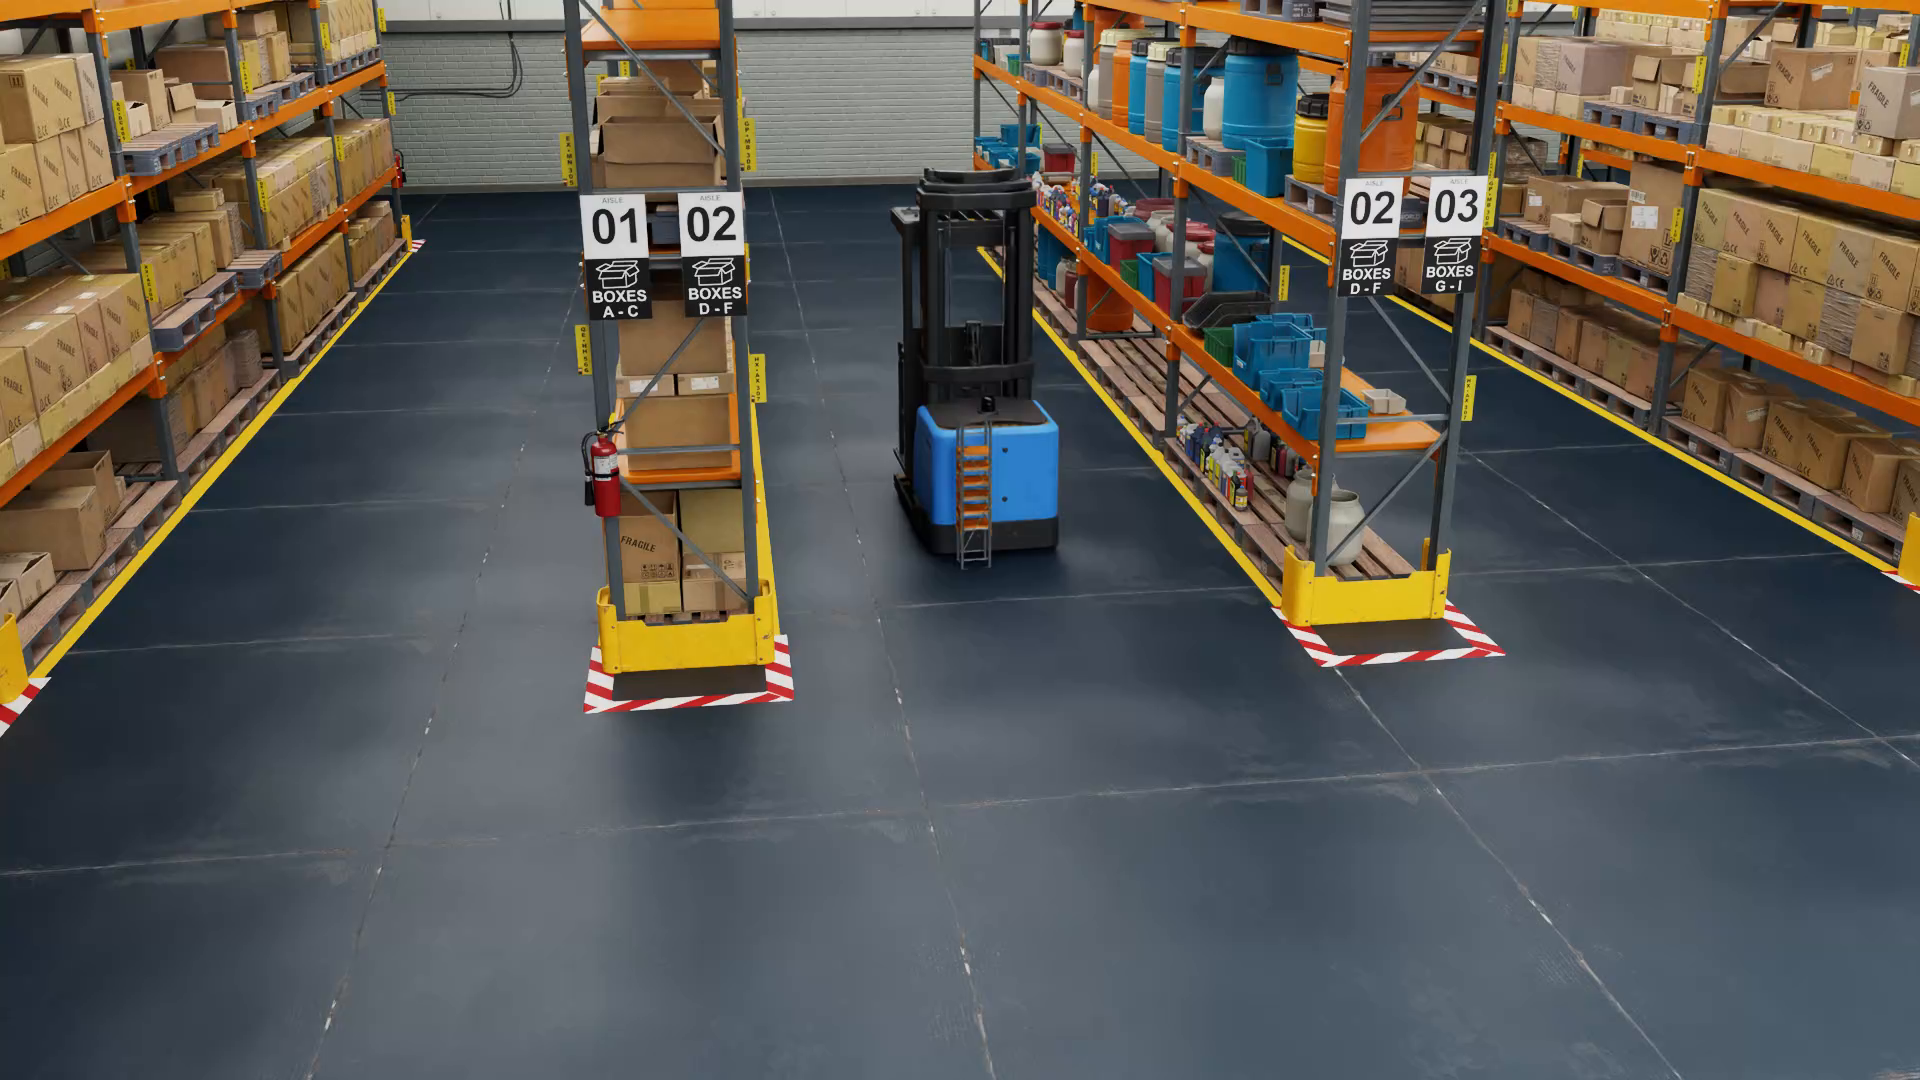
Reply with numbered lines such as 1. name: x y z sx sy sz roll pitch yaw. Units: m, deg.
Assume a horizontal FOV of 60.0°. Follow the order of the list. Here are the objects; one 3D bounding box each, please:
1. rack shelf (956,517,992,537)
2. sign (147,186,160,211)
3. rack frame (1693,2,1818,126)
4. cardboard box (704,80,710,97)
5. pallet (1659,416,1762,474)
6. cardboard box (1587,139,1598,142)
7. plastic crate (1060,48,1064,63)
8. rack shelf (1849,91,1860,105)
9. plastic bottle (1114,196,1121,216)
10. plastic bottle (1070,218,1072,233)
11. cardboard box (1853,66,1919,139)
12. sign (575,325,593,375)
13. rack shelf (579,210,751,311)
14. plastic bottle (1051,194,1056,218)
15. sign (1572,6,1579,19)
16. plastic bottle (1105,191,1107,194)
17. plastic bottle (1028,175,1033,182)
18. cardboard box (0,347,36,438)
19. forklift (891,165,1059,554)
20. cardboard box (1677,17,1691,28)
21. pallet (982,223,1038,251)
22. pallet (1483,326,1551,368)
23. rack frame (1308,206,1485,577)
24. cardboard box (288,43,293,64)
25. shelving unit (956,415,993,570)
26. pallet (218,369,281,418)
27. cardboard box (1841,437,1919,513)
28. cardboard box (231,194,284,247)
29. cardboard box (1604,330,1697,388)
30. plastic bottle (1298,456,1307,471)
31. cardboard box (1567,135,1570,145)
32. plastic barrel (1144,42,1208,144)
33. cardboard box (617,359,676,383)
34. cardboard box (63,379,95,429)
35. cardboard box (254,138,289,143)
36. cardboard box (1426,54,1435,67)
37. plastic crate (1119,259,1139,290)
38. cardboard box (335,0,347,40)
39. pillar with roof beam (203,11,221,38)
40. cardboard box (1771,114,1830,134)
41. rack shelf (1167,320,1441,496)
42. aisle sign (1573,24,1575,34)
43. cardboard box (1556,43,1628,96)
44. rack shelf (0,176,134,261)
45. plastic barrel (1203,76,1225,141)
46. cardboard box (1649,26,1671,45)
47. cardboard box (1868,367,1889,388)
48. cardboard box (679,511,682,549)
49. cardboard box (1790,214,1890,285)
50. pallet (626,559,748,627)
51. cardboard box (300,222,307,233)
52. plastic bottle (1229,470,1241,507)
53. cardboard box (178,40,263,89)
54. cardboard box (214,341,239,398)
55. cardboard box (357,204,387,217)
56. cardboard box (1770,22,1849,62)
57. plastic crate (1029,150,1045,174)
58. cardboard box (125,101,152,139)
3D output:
1. rack shelf: 0.110 -0.097 13.074 0.258 0.103 0.180 -4 21 -10
2. sign: -8.481 -3.625 17.479 0.100 0.325 0.005 -3 21 -8
3. rack frame: 7.349 -5.286 15.009 1.000 3.000 0.127 -3 21 -8
4. cardboard box: -2.816 -4.560 16.964 0.500 0.250 0.500 -2 21 -6
5. pallet: 7.481 -0.939 15.929 1.003 0.211 1.213 -3 21 -8
6. cardboard box: 10.436 -6.679 26.743 0.500 0.500 0.500 -3 21 -8
7. plastic crate: 1.387 -6.784 23.492 0.497 0.269 0.590 -3 21 -8
8. rack shelf: 11.407 -5.837 21.798 1.077 0.370 4.000 -3 21 -8
9. plastic bottle: 1.973 -4.158 20.747 0.097 0.271 0.097 0 20 0
10. plastic bottle: 1.359 -3.757 19.773 0.097 0.201 0.097 0 20 0
11. cardboard box: 7.452 -3.441 13.071 0.500 0.500 0.500 -3 21 -8
12. sign: -2.417 -1.224 10.712 0.100 0.325 0.005 -3 21 -8
13. rack shelf: -2.166 -2.353 12.471 1.077 0.370 4.000 -3 21 -8
14. plastic bottle: 1.180 -4.181 20.790 0.061 0.283 0.133 -3 21 -8
15. sign: 10.005 -8.633 27.008 0.100 0.325 0.005 -3 21 -8
16. plastic bottle: 1.852 -4.300 21.125 0.097 0.271 0.097 0 20 0
17. plastic bottle: 0.945 -4.747 22.305 0.061 0.283 0.133 -3 21 -8
18. cardboard box: -6.612 -0.984 11.178 0.500 0.500 0.500 -3 21 -8
19. forklift: 0.021 -1.743 14.195 1.130 2.935 3.031 -4 21 -10
20. cardboard box: 10.757 -7.582 24.372 0.380 0.149 0.250 -2 21 -6
21. pallet: 0.798 -4.787 26.232 1.003 0.211 1.213 -3 21 -8
22. pallet: 6.884 -2.284 19.530 1.003 0.211 1.213 -3 21 -8
23. rack frame: 3.024 -0.841 11.682 1.000 3.000 0.127 -3 21 -8
24. cardboard box: -8.840 -6.300 21.481 0.500 0.250 0.500 -3 21 -7
25. shelving unit: 0.110 -0.363 12.974 0.258 1.200 0.189 -4 21 -10
26. pallet: -7.821 -1.535 17.523 1.003 0.211 1.213 -3 21 -8
27. cardboard box: 7.732 -0.539 13.845 0.500 0.500 0.500 2 21 6
28. cardboard box: -7.749 -3.488 18.172 0.500 0.500 0.500 -2 21 -6
29. cardboard box: 7.232 -1.891 17.436 0.700 0.500 0.500 -3 21 -8
30. plastic bottle: 2.978 -0.636 14.403 0.097 0.271 0.097 0 20 0
31. cardboard box: 10.264 -6.600 27.458 0.380 0.149 0.250 -3 21 -8
32. plastic barrel: 2.065 -4.258 15.826 0.600 0.901 0.600 0 20 0
33. cardboard box: -2.160 -1.157 11.456 0.380 0.149 0.250 -2 21 -6
34. cardboard box: -6.762 -0.997 12.283 0.500 0.250 0.500 -3 21 -7
35. cardboard box: -8.700 -4.871 20.802 0.500 0.250 0.500 -2 21 -6
36. cardboard box: 6.262 -6.207 21.520 0.380 0.149 0.250 -4 21 -10
37. plastic crate: 1.917 -2.716 17.003 0.450 0.188 0.662 -3 21 -8
38. cardboard box: -8.414 -6.865 21.922 0.500 0.500 0.500 -3 21 -9
39. pillar with roof beam: -5.206 -7.723 21.532 9.100 9.000 0.400 -3 21 -8
40. cardboard box: 7.293 -3.603 14.433 0.380 0.149 0.250 -2 21 -6
41. rack shelf: 2.736 -1.197 13.662 1.077 0.370 4.000 -3 21 -8
42. aisle sign: 10.235 -8.074 27.331 0.394 0.787 0.004 -3 21 -8
43. cardboard box: 6.735 -5.022 17.730 0.500 0.500 0.500 -4 21 -9
44. rack shelf: -7.067 -2.102 11.799 1.077 0.370 4.000 -3 21 -8
45. plastic barrel: 2.316 -3.722 14.346 0.421 0.512 0.421 0 20 0
46. cardboard box: 10.657 -7.538 24.825 0.500 0.250 0.500 -2 21 -6
47. cardboard box: 7.537 -1.320 13.321 0.380 0.149 0.250 -3 21 -8
48. cardboard box: -2.405 -0.018 12.806 0.500 0.250 0.500 -3 21 -8
49. cardboard box: 7.391 -2.443 13.974 0.500 0.500 0.500 -3 21 -8
50. pallet: -2.029 0.451 12.207 1.003 0.211 1.213 -3 21 -8
51. cardboard box: -8.013 -3.751 19.802 0.380 0.149 0.250 -2 21 -6
52. plastic bottle: 2.291 -0.428 13.829 0.061 0.283 0.133 -2 21 -6
53. cardboard box: -8.254 -5.308 18.581 0.700 0.500 0.500 -2 21 -5
54. cardboard box: -7.818 -1.716 16.967 0.700 0.500 0.500 -3 21 -8
55. cardboard box: -8.649 -4.850 24.460 0.380 0.149 0.250 -2 21 -6
56. cardboard box: 11.211 -6.570 21.985 0.797 0.503 0.637 -3 21 -8
57. plastic crate: 1.257 -5.507 24.256 0.437 0.282 0.530 -3 21 -8
58. cardboard box: -7.444 -3.693 14.558 0.500 0.311 0.500 -2 21 -6
